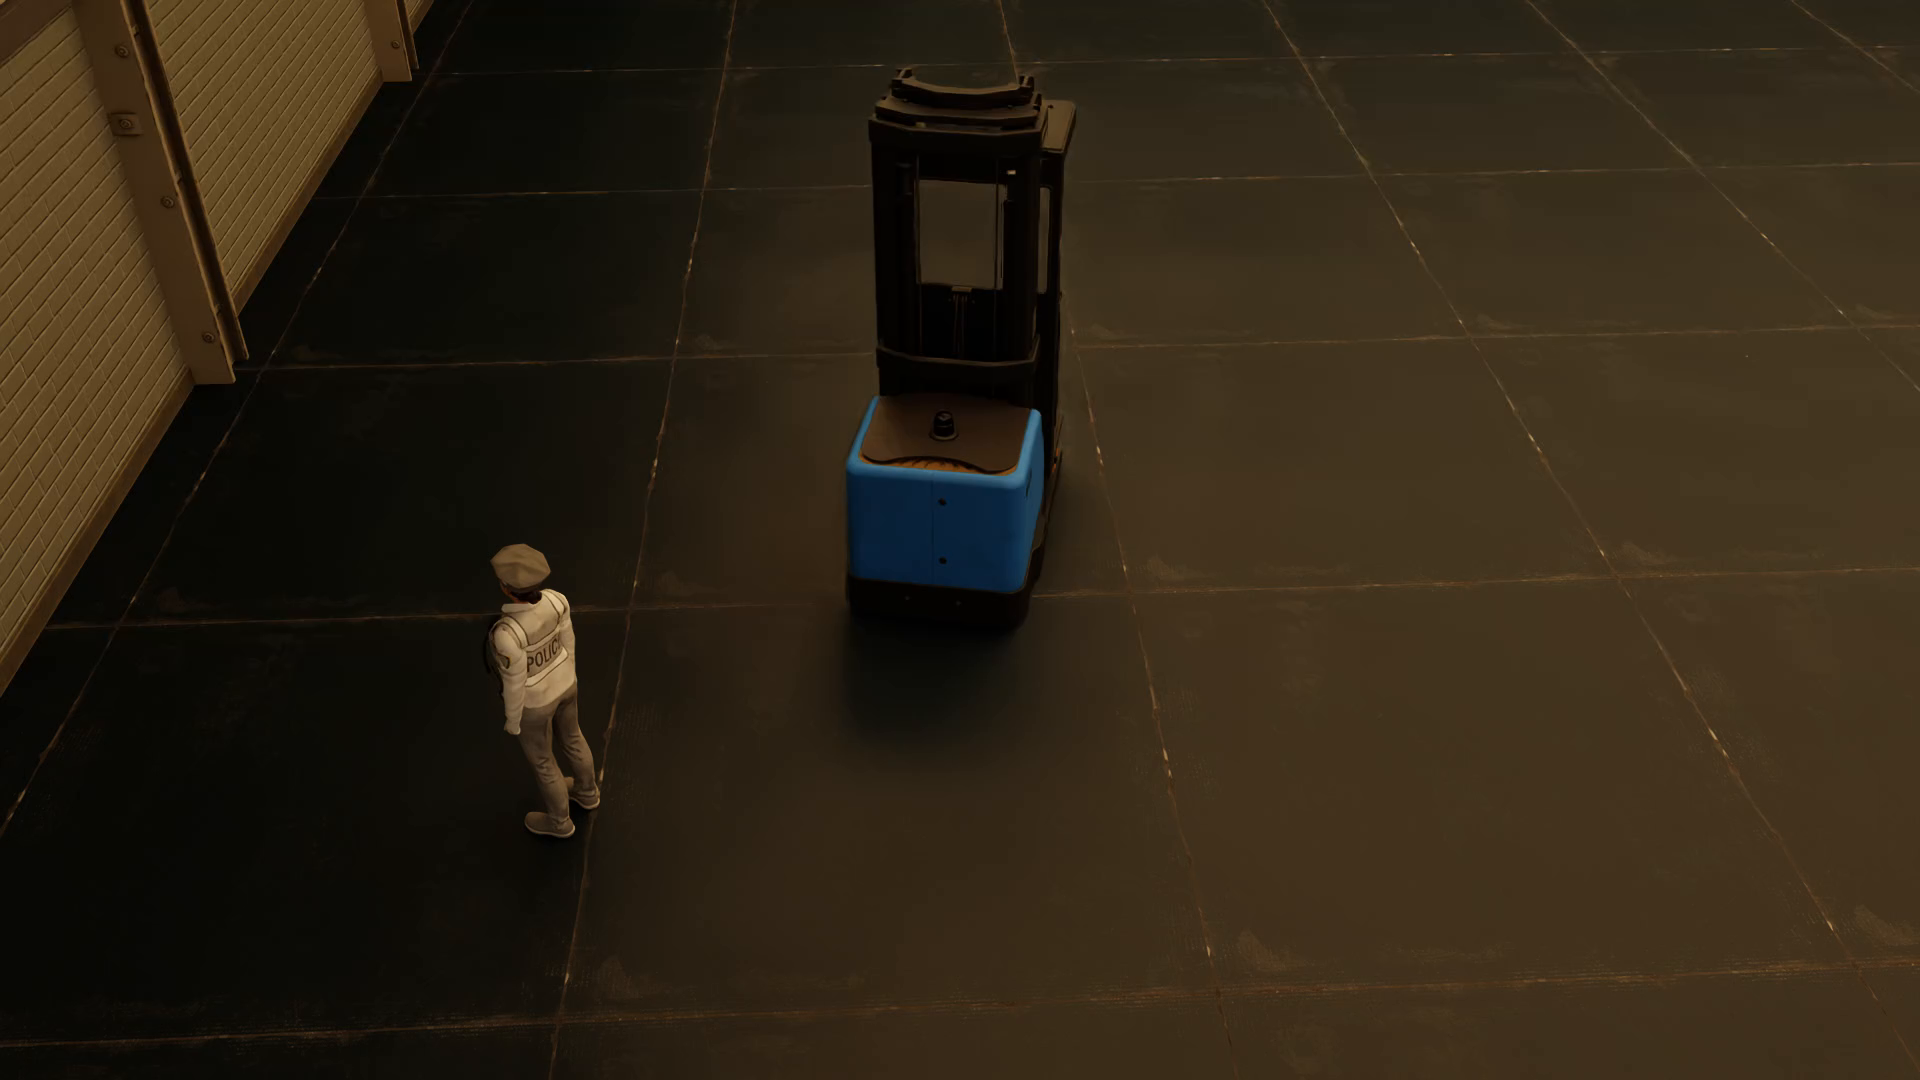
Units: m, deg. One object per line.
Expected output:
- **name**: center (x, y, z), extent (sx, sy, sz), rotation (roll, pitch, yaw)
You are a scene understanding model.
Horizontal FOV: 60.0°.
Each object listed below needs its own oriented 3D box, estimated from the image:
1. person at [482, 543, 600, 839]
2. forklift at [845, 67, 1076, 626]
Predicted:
- **person**: center (-2.038, 0.739, 8.054), extent (0.332, 1.691, 0.469), rotation (19, 40, 24)
- **forklift**: center (0.082, -1.545, 10.132), extent (1.130, 2.935, 3.031), rotation (5, 36, 7)
